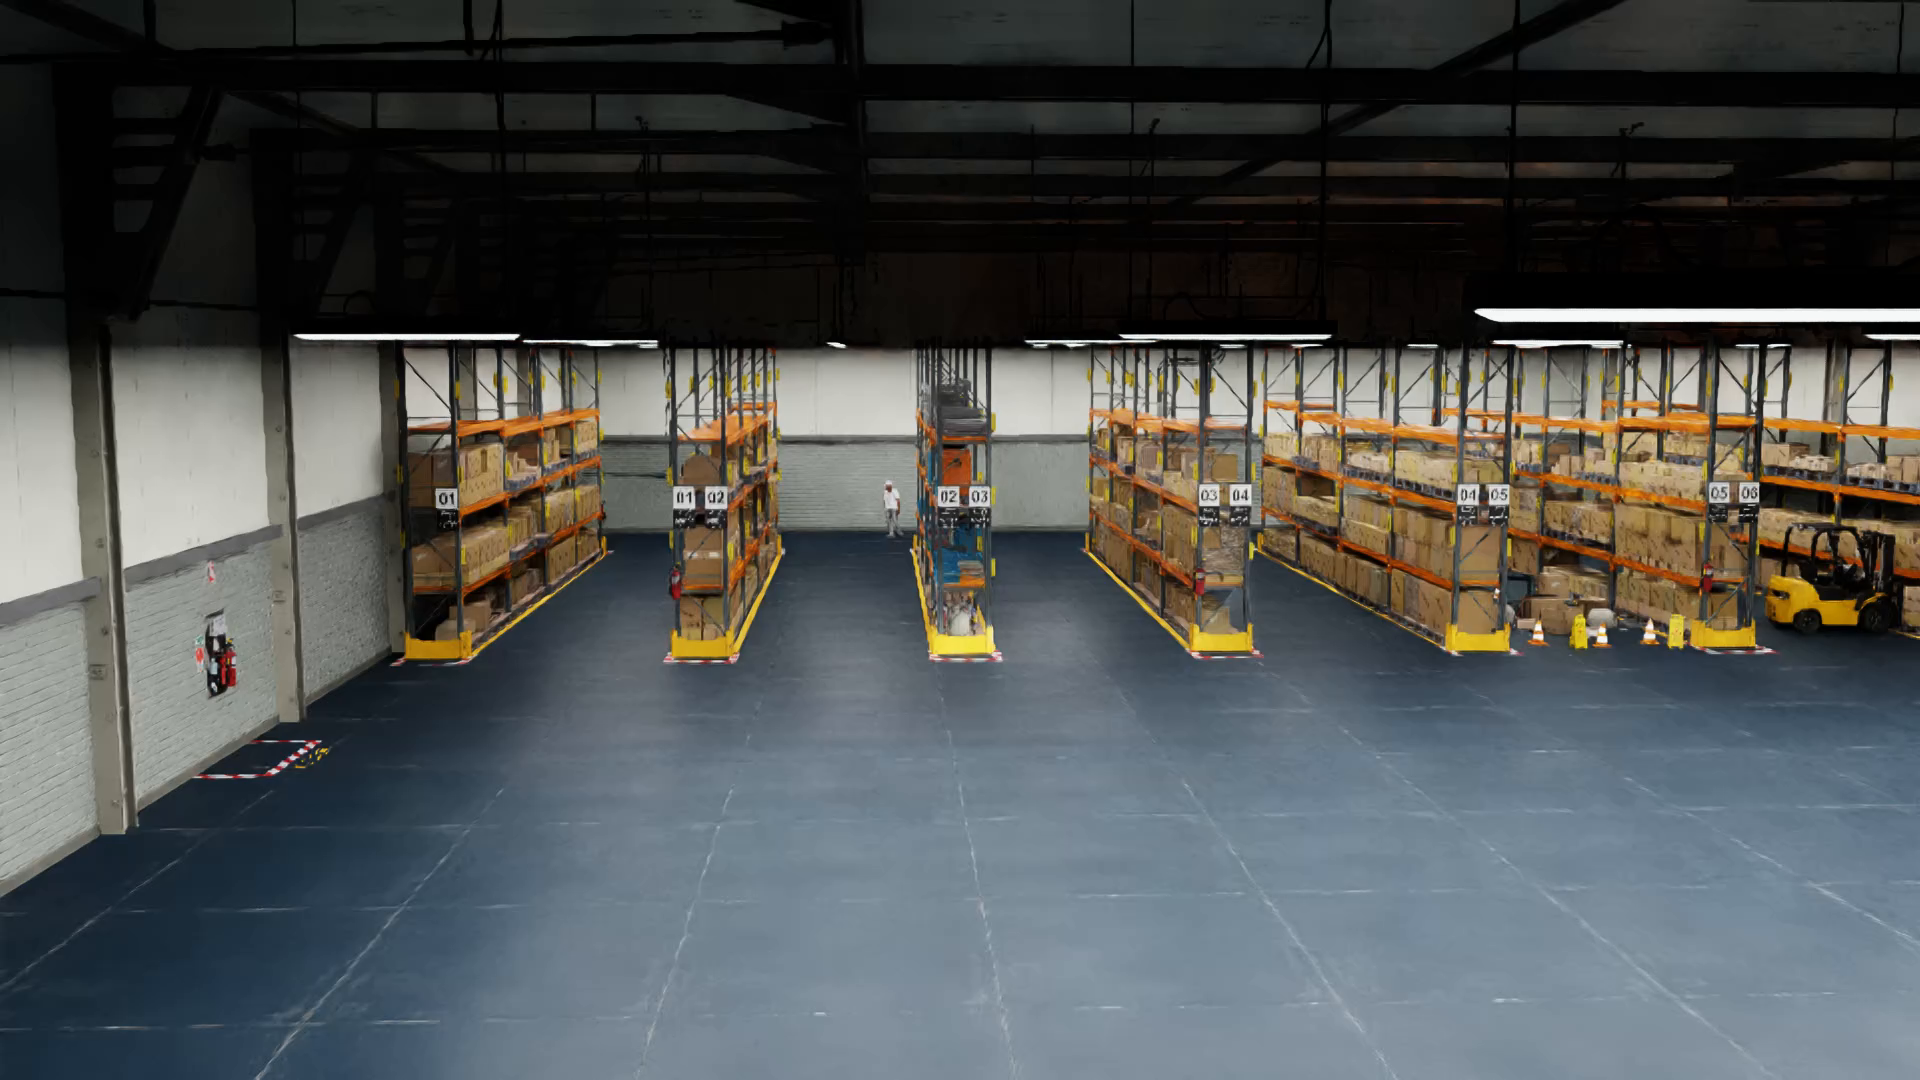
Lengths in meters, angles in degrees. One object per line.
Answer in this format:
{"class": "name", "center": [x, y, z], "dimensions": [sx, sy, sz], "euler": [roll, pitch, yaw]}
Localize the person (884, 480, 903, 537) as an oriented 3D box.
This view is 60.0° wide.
{"class": "person", "center": [-2.081, -0.980, 51.408], "dimensions": [0.610, 1.754, 0.582], "euler": [4, 8, 33]}
